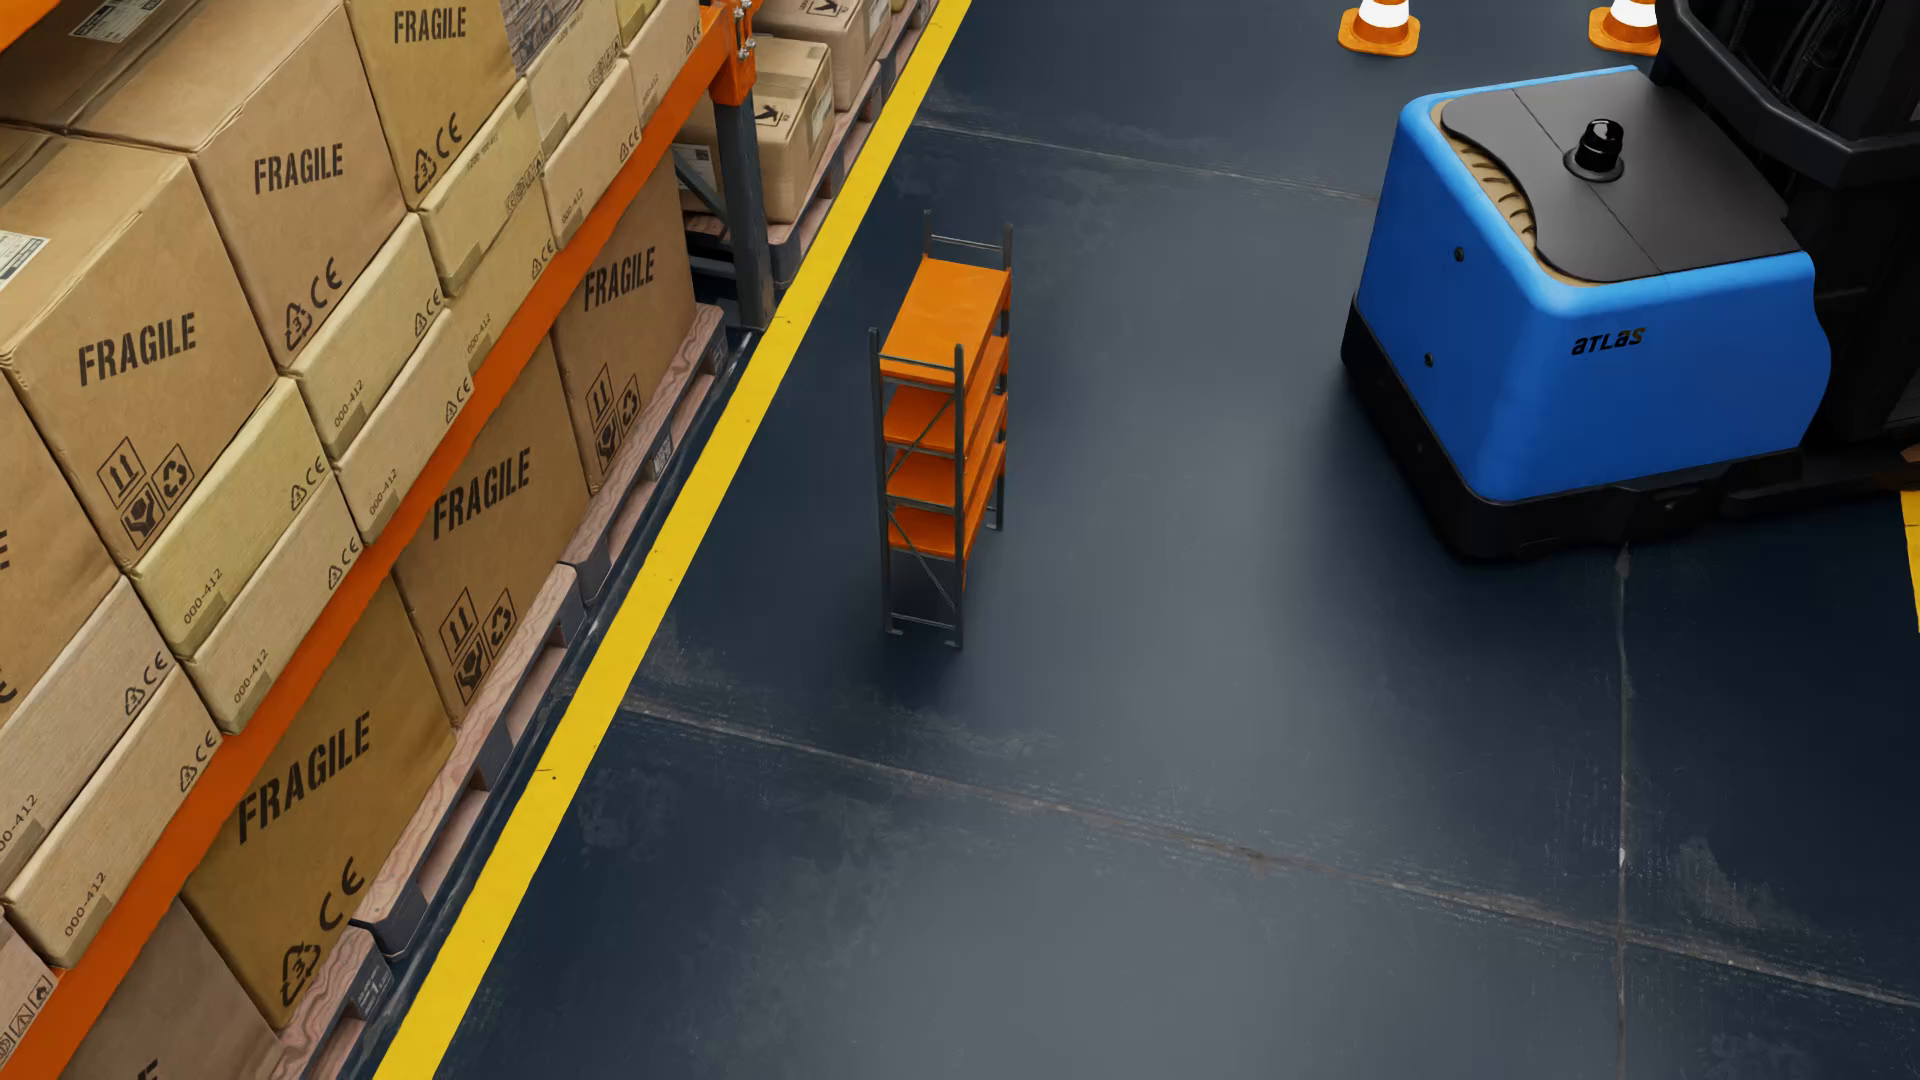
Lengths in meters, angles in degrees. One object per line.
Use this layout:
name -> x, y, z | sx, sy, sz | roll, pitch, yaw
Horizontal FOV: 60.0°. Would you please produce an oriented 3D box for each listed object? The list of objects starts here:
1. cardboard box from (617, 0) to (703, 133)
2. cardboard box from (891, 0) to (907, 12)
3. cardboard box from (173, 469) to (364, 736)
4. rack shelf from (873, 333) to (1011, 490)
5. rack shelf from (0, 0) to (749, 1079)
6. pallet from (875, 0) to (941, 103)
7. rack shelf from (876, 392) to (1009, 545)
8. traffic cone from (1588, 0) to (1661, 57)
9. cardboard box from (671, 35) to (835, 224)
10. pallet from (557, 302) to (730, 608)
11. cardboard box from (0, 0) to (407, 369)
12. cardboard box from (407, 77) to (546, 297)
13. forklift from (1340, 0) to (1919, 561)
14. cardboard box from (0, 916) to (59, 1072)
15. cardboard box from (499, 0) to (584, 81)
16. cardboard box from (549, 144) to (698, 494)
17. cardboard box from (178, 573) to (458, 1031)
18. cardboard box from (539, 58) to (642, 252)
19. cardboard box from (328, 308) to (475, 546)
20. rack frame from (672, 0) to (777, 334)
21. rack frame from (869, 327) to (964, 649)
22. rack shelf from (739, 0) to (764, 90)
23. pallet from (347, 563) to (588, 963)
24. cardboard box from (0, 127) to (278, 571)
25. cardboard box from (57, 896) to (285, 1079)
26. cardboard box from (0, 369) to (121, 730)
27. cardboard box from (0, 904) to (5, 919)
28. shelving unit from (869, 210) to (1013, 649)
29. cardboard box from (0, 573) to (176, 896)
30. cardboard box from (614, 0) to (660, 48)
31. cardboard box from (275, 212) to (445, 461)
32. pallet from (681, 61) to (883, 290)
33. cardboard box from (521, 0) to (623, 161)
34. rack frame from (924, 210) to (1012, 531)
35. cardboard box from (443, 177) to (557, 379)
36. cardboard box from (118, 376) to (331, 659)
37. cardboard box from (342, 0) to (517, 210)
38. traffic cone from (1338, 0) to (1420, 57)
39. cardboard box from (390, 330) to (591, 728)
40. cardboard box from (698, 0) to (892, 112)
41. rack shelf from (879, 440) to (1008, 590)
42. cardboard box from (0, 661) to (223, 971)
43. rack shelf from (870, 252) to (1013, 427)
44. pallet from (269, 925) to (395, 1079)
cardboard box -> -1.040, -1.400, 4.585 | 0.500, 0.250, 0.500 | 10, 49, 9
cardboard box -> -0.607, -2.625, 7.039 | 0.950, 0.372, 0.625 | 13, 50, 11
cardboard box -> -1.555, 0.068, 3.289 | 0.500, 0.250, 0.500 | 11, 50, 10
rack shelf -> -0.044, -0.381, 4.577 | 0.258, 0.148, 0.480 | 12, 50, 10
rack shelf -> -1.684, -0.182, 3.889 | 1.077, 0.370, 4.000 | 12, 50, 10
pallet -> -0.627, -2.388, 7.217 | 1.003, 0.211, 1.213 | 12, 50, 10
rack shelf -> -0.044, -0.233, 4.745 | 0.258, 0.148, 0.480 | 12, 50, 10
traffic cone -> 2.888, -2.344, 7.010 | 0.336, 0.463, 0.334 | 12, 50, 10
cardboard box -> -0.999, -1.542, 6.083 | 0.950, 0.372, 0.625 | 9, 49, 7
pallet -> -1.437, -0.388, 5.452 | 1.003, 0.211, 1.213 | 12, 50, 10
cardboard box -> -1.445, -0.709, 3.142 | 0.500, 0.500, 0.500 | 11, 49, 9
cardboard box -> -1.286, -0.836, 3.754 | 0.500, 0.250, 0.500 | 10, 49, 9
forklift -> 2.880, -1.502, 4.621 | 3.031, 2.935, 1.130 | -10, 49, -9
cardboard box -> -1.840, 0.810, 2.634 | 0.500, 0.250, 0.500 | 11, 49, 9
cardboard box -> -1.168, -1.432, 3.780 | 0.500, 0.500, 0.500 | 12, 50, 11
cardboard box -> -1.419, -0.819, 5.109 | 0.875, 0.875, 0.875 | 11, 50, 10
cardboard box -> -1.894, 0.472, 3.970 | 0.875, 0.875, 0.875 | 13, 50, 11
cardboard box -> -1.159, -1.027, 4.256 | 0.500, 0.250, 0.500 | 12, 50, 11
cardboard box -> -1.414, -0.292, 3.607 | 0.500, 0.250, 0.500 | 11, 49, 9
rack frame -> -1.157, -1.866, 4.897 | 1.000, 3.000, 0.127 | 12, 50, 10
rack frame -> -0.108, -0.101, 4.539 | 0.240, 1.200, 0.015 | 12, 50, 10
rack shelf -> -0.631, -3.075, 6.443 | 1.077, 0.370, 4.000 | 12, 50, 10
pallet -> -1.761, 0.491, 4.675 | 1.003, 0.211, 1.213 | 12, 50, 10
cardboard box -> -1.575, -0.334, 2.811 | 0.500, 0.500, 0.500 | 10, 49, 9
cardboard box -> -2.124, 1.127, 3.392 | 0.875, 0.875, 0.875 | 13, 50, 11
cardboard box -> -1.710, 0.028, 2.491 | 0.500, 0.500, 0.500 | 11, 50, 10
cardboard box -> -1.822, 0.649, 2.444 | 0.500, 0.250, 0.500 | 10, 49, 9
shelving unit -> -0.044, -0.277, 4.694 | 0.258, 1.200, 0.503 | 12, 50, 10
cardboard box -> -1.712, 0.266, 2.781 | 0.500, 0.250, 0.500 | 12, 50, 11
cardboard box -> -1.040, -1.582, 4.412 | 0.500, 0.250, 0.500 | 11, 50, 10
cardboard box -> -1.422, -0.460, 3.422 | 0.500, 0.250, 0.500 | 10, 49, 9
pallet -> -0.950, -1.509, 6.441 | 1.003, 0.211, 1.213 | 12, 50, 10
cardboard box -> -1.171, -1.210, 4.084 | 0.500, 0.250, 0.500 | 10, 49, 9
rack frame -> 0.021, -0.454, 4.850 | 0.240, 1.200, 0.015 | 12, 50, 10
cardboard box -> -1.307, -0.666, 3.937 | 0.500, 0.250, 0.500 | 11, 50, 10
cardboard box -> -1.554, -0.094, 3.099 | 0.500, 0.250, 0.500 | 12, 50, 11
cardboard box -> -1.305, -1.074, 3.464 | 0.500, 0.500, 0.500 | 12, 50, 10
traffic cone -> 1.808, -2.340, 7.006 | 0.336, 0.463, 0.334 | 12, 50, 10
cardboard box -> -1.658, -0.175, 4.541 | 0.875, 0.875, 0.875 | 12, 50, 10
cardboard box -> -0.812, -2.078, 6.556 | 0.950, 0.372, 0.625 | 11, 49, 9
rack shelf -> -0.044, -0.101, 4.894 | 0.258, 0.148, 0.480 | 12, 50, 10
cardboard box -> -1.705, 0.436, 2.965 | 0.500, 0.250, 0.500 | 10, 49, 9
rack shelf -> -0.044, -0.537, 4.400 | 0.258, 0.148, 0.480 | 12, 50, 10
pallet -> -2.080, 1.377, 3.894 | 1.003, 0.211, 1.213 | 12, 50, 10
